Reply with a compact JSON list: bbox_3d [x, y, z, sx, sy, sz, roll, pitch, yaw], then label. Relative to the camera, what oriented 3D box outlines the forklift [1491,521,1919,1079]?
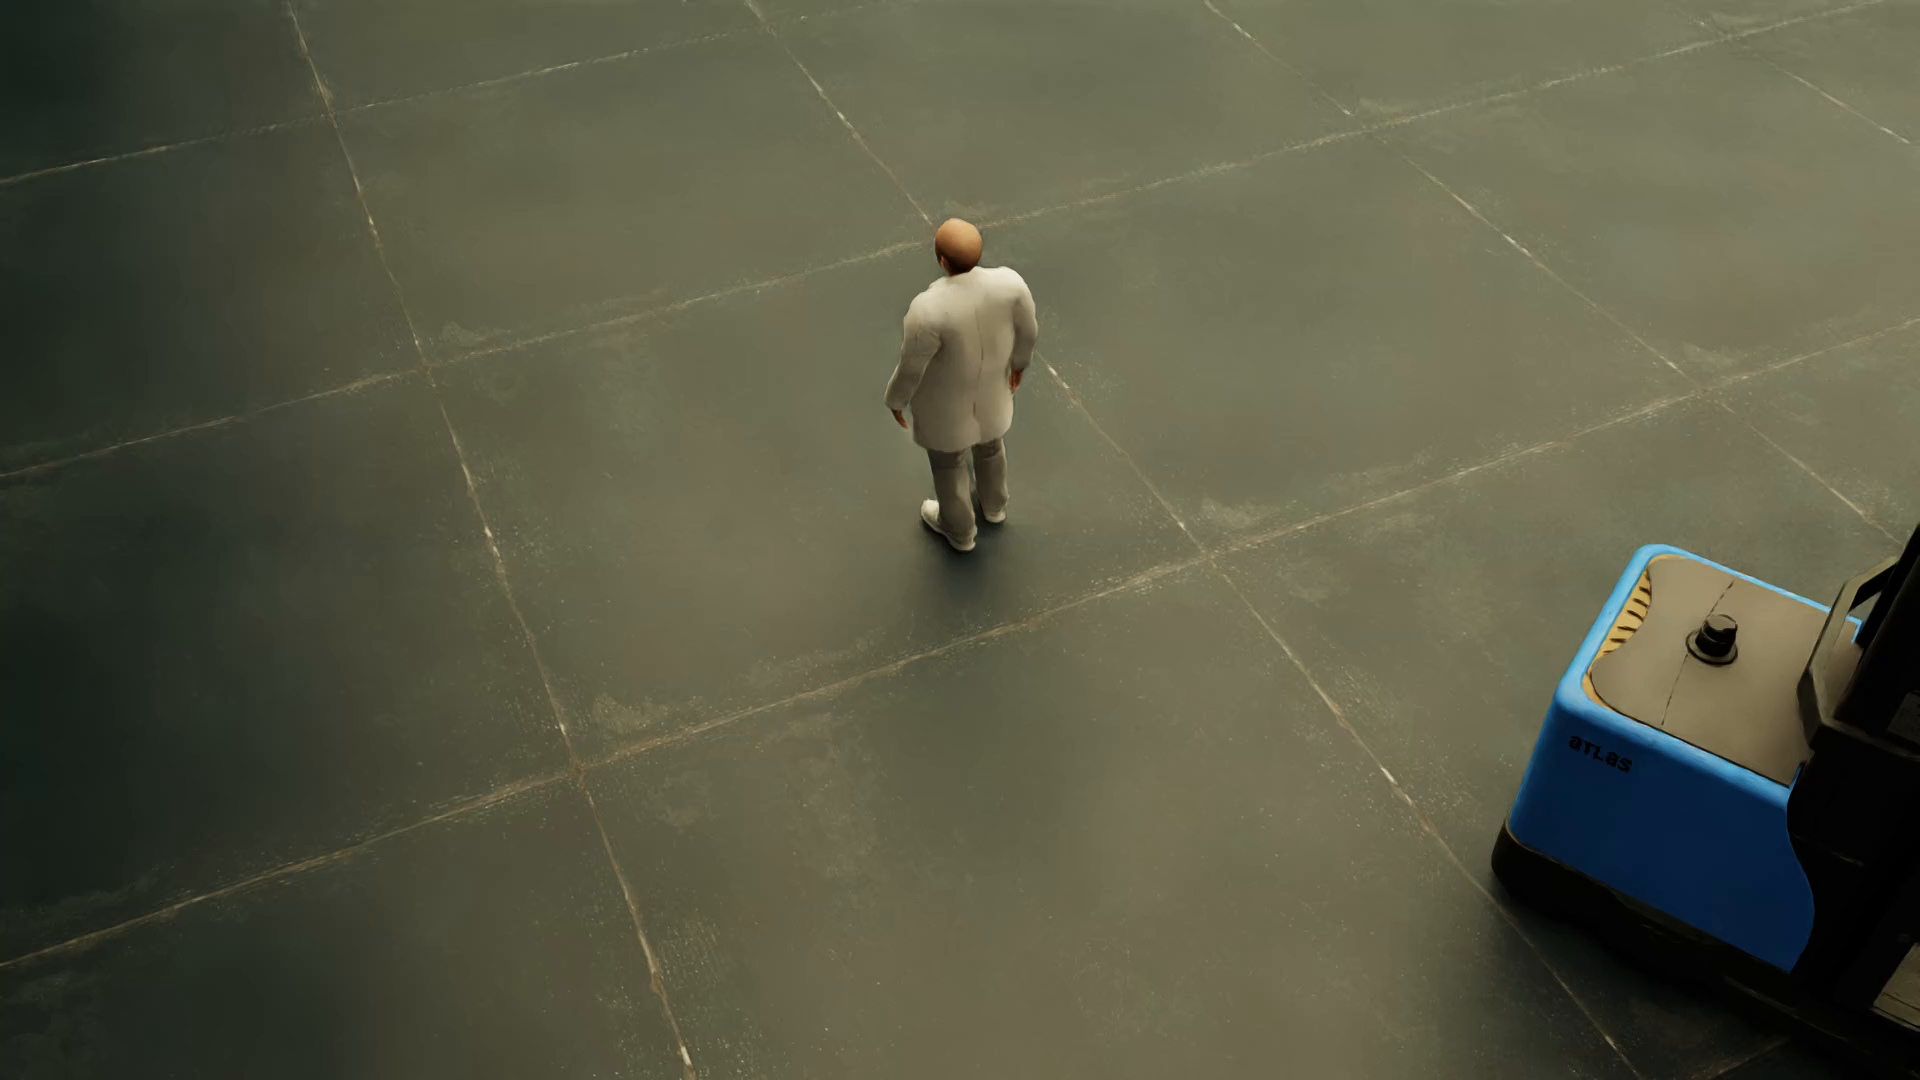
[{"bbox_3d":[3.540,0.547,5.094,3.031,2.935,1.130,25,49,25],"label":"forklift"}]

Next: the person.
[{"bbox_3d":[-0.034,-0.713,7.278,0.694,1.776,0.579,-18,46,-18],"label":"person"}]
